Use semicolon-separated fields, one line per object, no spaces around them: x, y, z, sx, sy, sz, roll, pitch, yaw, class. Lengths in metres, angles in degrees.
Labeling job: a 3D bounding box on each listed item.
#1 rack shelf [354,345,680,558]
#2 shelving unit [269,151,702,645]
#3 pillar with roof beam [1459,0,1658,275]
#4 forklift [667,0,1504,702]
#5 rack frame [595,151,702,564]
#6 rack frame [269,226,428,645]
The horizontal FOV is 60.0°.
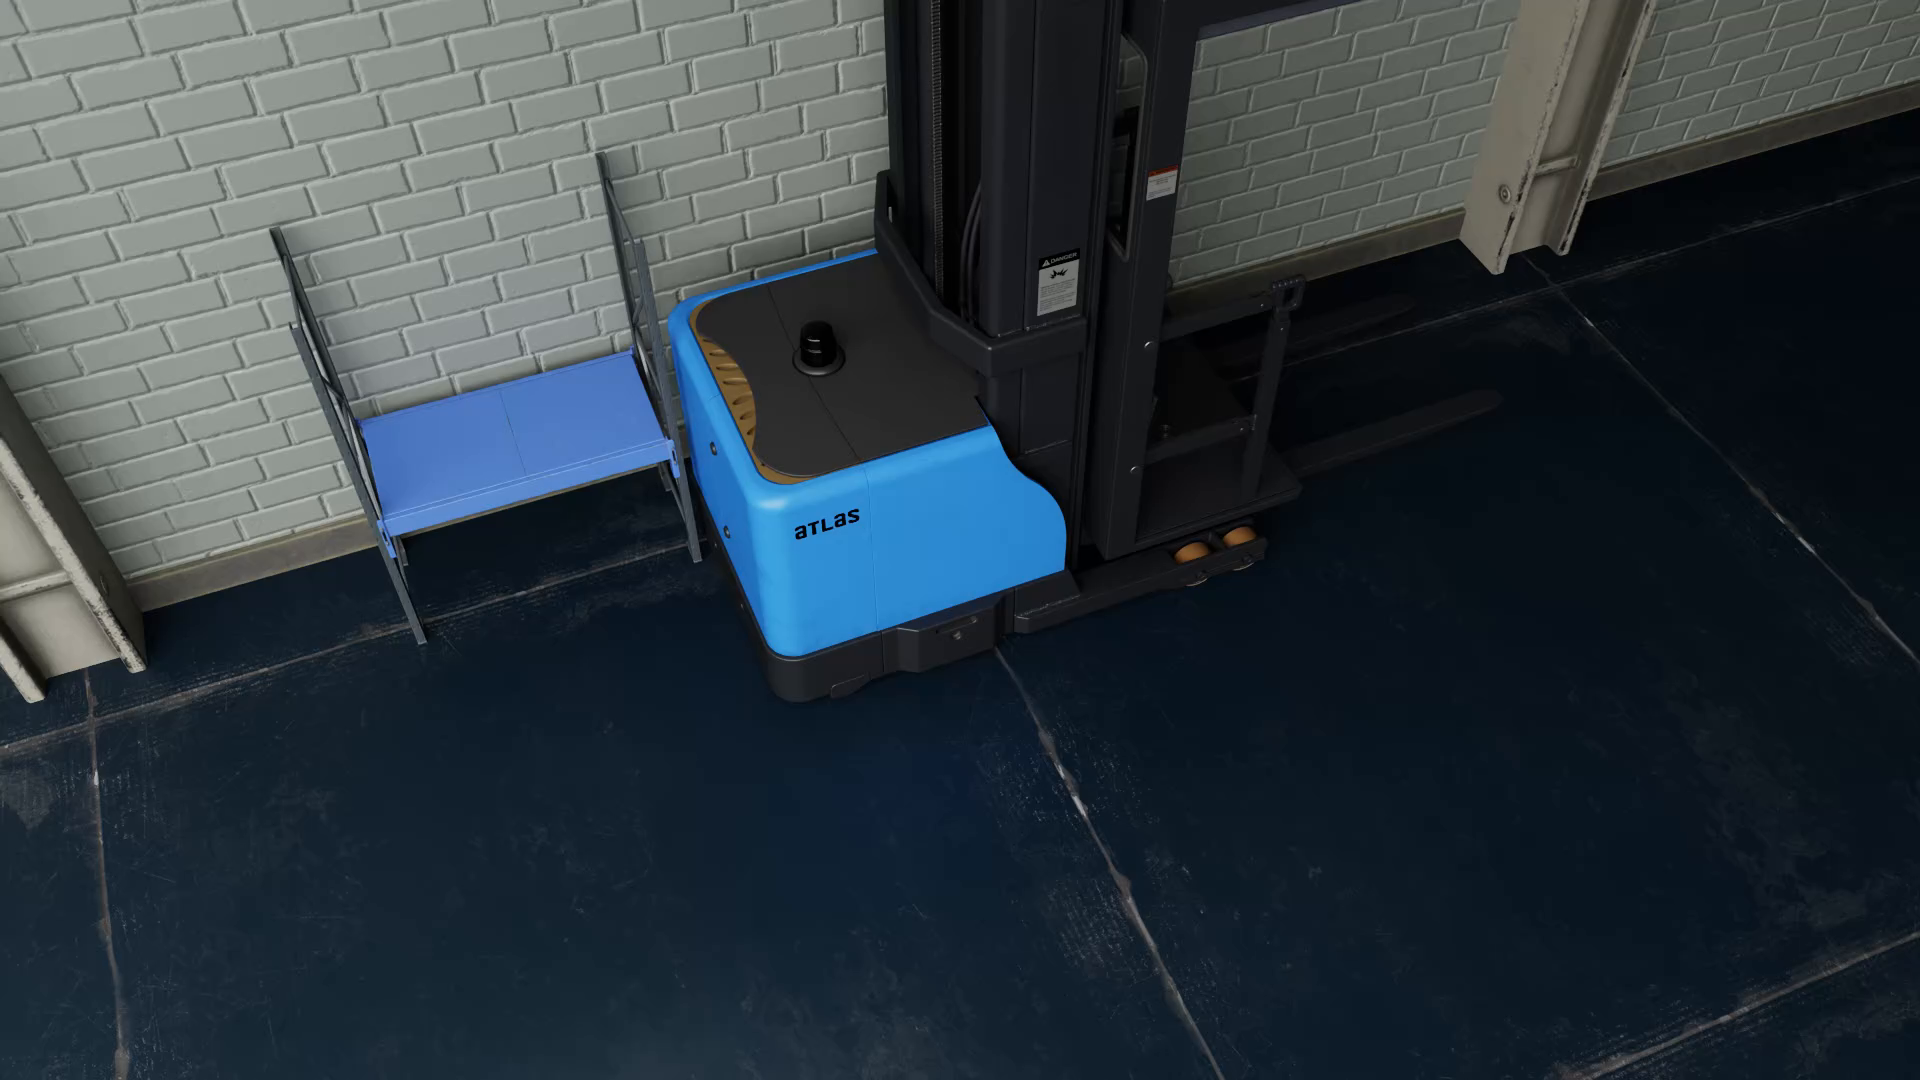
-1.537;-0.320;5.774;1.000;0.185;0.538;-17;51;-14;rack shelf
-1.537;-0.438;5.637;1.048;1.500;0.538;-17;51;-14;shelving unit
4.077;-1.227;1.372;0.400;9.000;9.100;-17;52;-14;pillar with roof beam
0.581;-1.140;5.297;3.031;2.935;1.130;-18;52;-15;forklift
-1.065;-0.582;5.761;0.032;1.500;0.500;-17;51;-14;rack frame
-2.008;-0.294;5.514;0.032;1.500;0.500;-17;51;-14;rack frame
